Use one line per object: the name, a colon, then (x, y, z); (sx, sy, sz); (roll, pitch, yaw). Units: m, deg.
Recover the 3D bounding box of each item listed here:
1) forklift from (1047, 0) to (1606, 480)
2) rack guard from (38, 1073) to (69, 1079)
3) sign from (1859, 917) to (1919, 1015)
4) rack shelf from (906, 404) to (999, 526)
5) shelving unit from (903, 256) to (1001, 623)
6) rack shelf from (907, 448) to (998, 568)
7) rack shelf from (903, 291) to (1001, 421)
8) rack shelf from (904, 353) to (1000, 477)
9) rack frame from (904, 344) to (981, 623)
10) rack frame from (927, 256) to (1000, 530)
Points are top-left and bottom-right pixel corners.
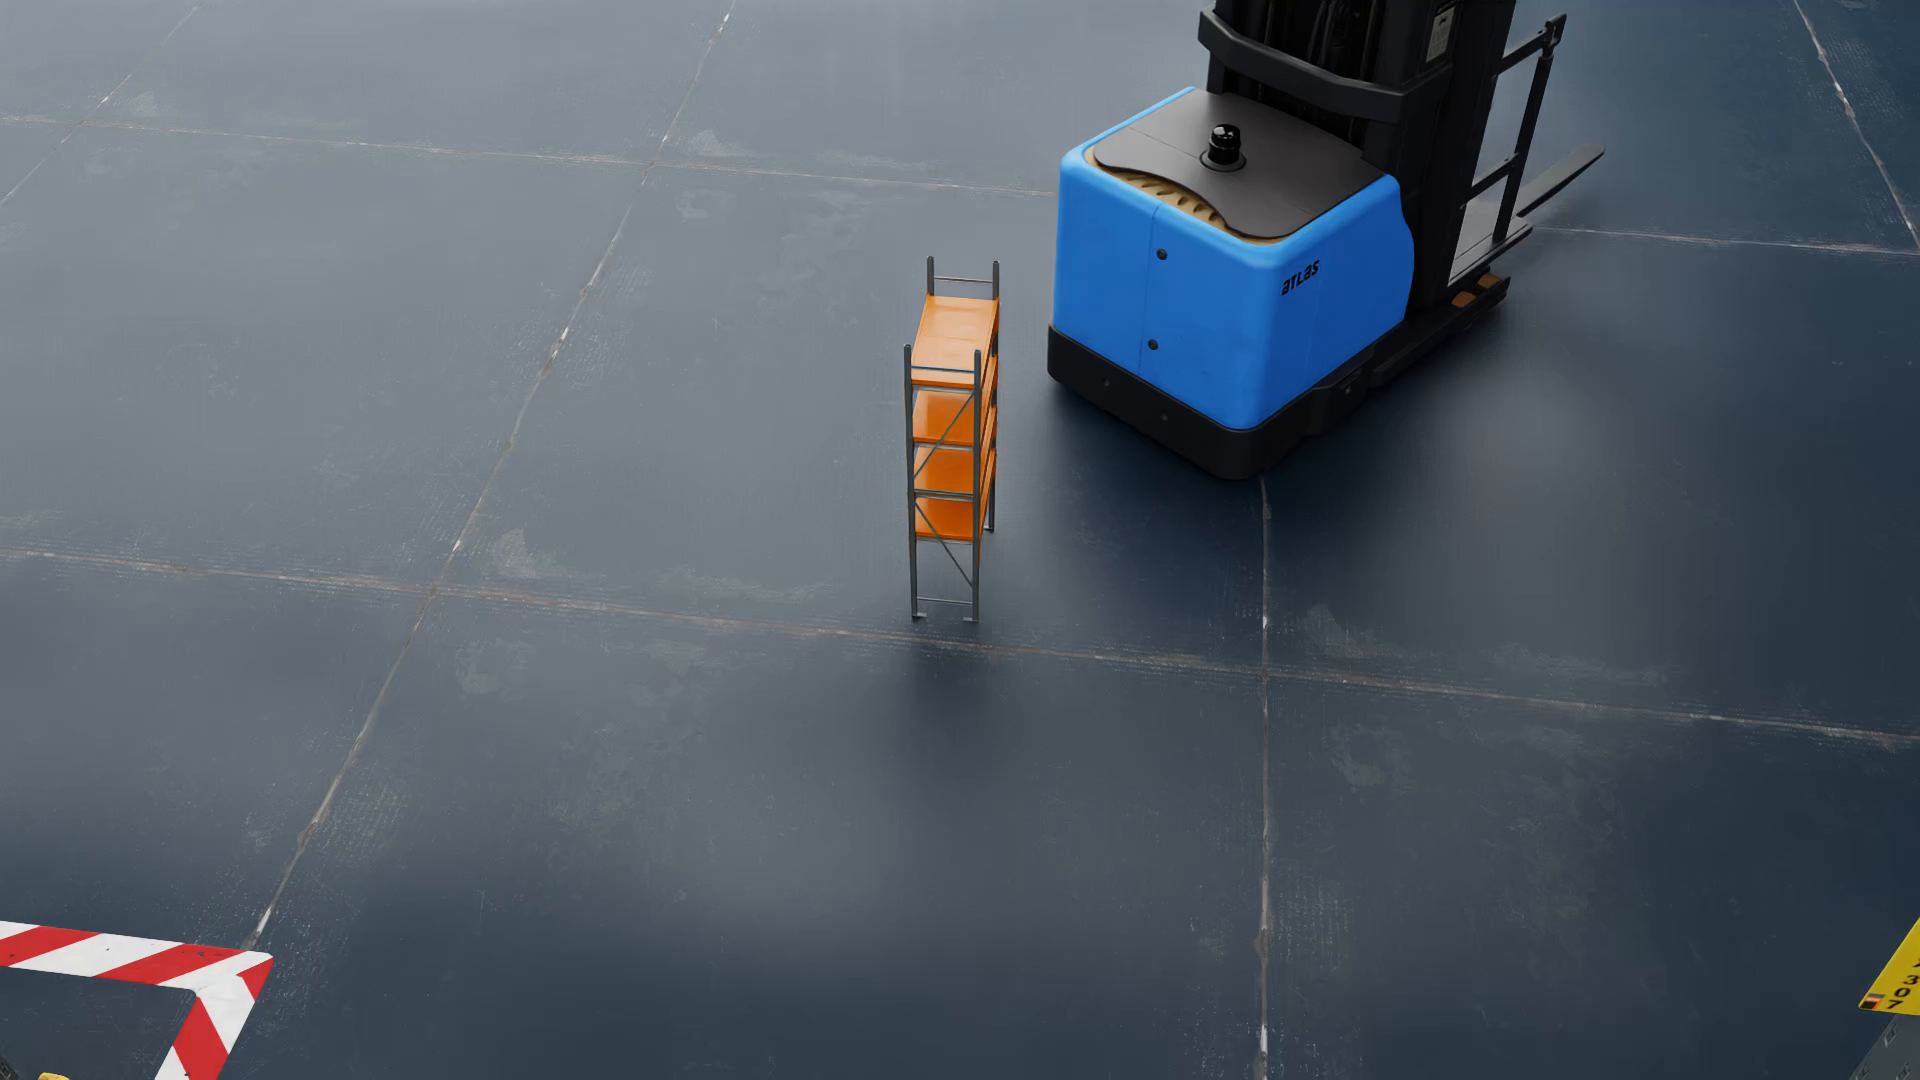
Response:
forklift: (1.760, -2.200, 6.442); (3.031, 2.935, 1.130); (-34, 53, -31)
rack guard: (-2.767, 1.579, 4.219); (1.175, 0.500, 0.348); (5, 44, 6)
sign: (1.556, 0.671, 2.673); (0.100, 0.325, 0.005); (5, 44, 6)
rack shelf: (-0.022, -0.274, 5.765); (0.258, 0.148, 0.480); (5, 44, 6)
shelving unit: (-0.022, -0.323, 5.718); (0.258, 1.200, 0.503); (5, 44, 6)
rack shelf: (-0.022, -0.130, 5.901); (0.258, 0.148, 0.480); (5, 44, 6)
rack shelf: (-0.022, -0.608, 5.448); (0.258, 0.148, 0.480); (5, 44, 6)
rack shelf: (-0.022, -0.436, 5.611); (0.258, 0.148, 0.480); (5, 44, 6)
rack frame: (-0.054, -0.157, 5.543); (0.240, 1.200, 0.015); (5, 44, 6)
rack frame: (0.010, -0.489, 5.894); (0.240, 1.200, 0.015); (5, 44, 6)
